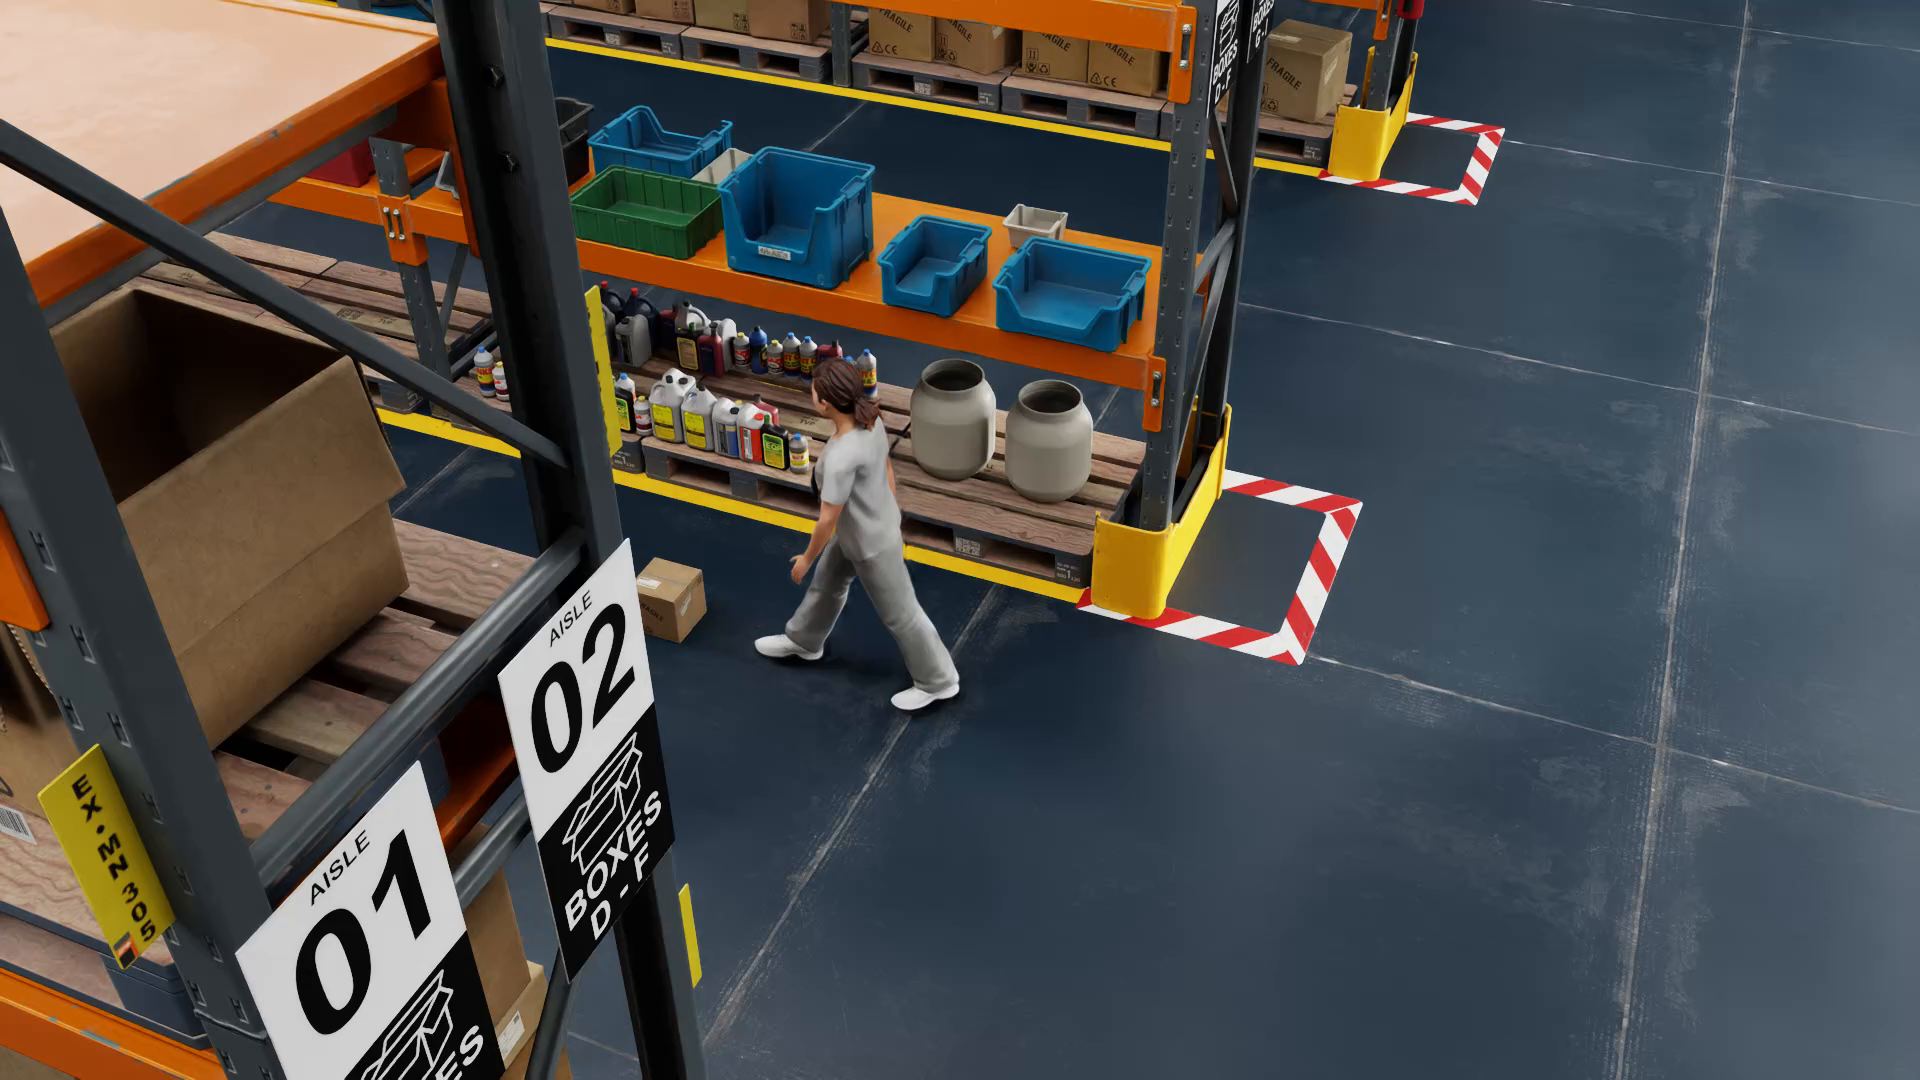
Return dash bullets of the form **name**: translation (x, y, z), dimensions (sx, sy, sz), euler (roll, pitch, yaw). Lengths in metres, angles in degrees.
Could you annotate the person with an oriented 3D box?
- **person**: translation (-0.462, -0.019, 6.839), dimensions (0.925, 1.622, 0.455), euler (1, 38, 2)
